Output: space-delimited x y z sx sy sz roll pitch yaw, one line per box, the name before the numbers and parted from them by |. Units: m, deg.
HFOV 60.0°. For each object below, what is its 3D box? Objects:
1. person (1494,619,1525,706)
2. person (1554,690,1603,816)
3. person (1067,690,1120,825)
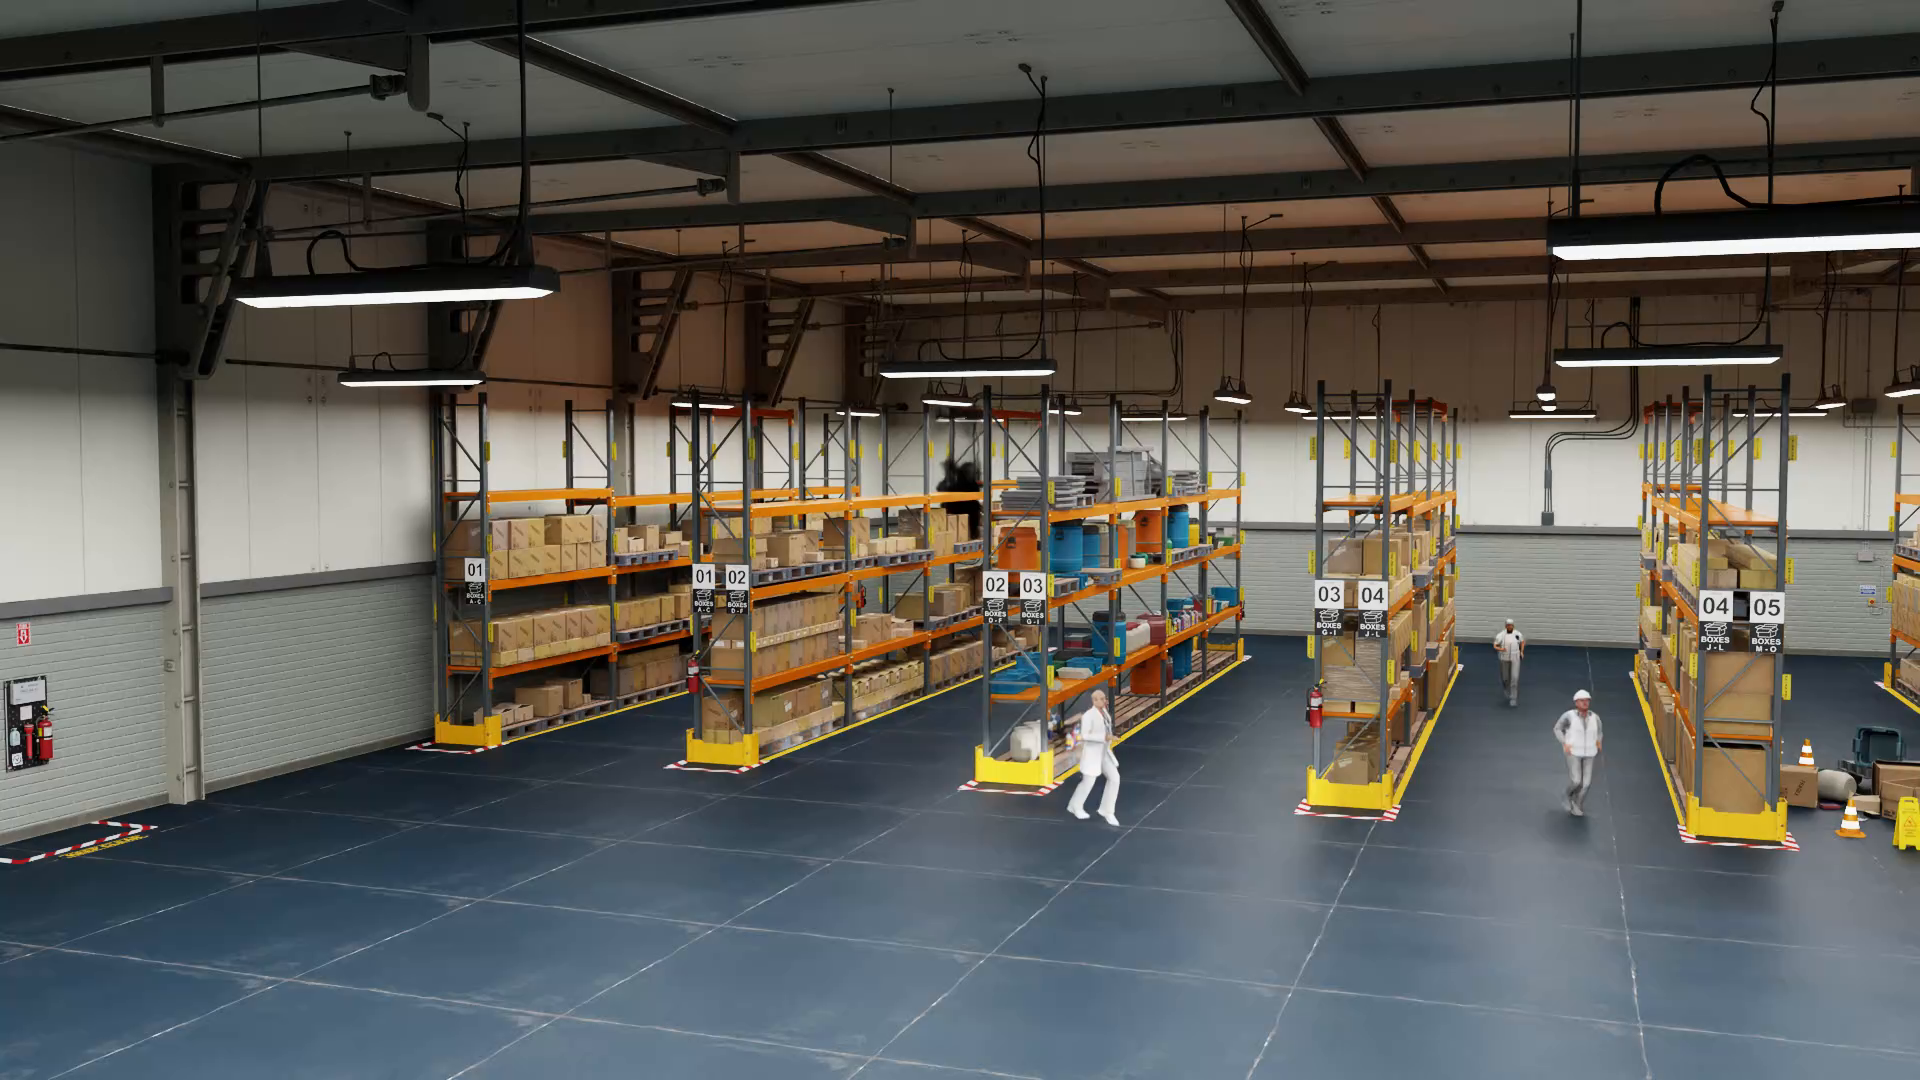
person | 10.901 2.401 33.005 0.602 1.680 0.934 1 3 18
person | 8.490 2.919 22.709 0.638 1.728 0.572 0 3 0
person | 1.834 2.933 22.386 0.645 1.836 0.904 -3 4 -44
